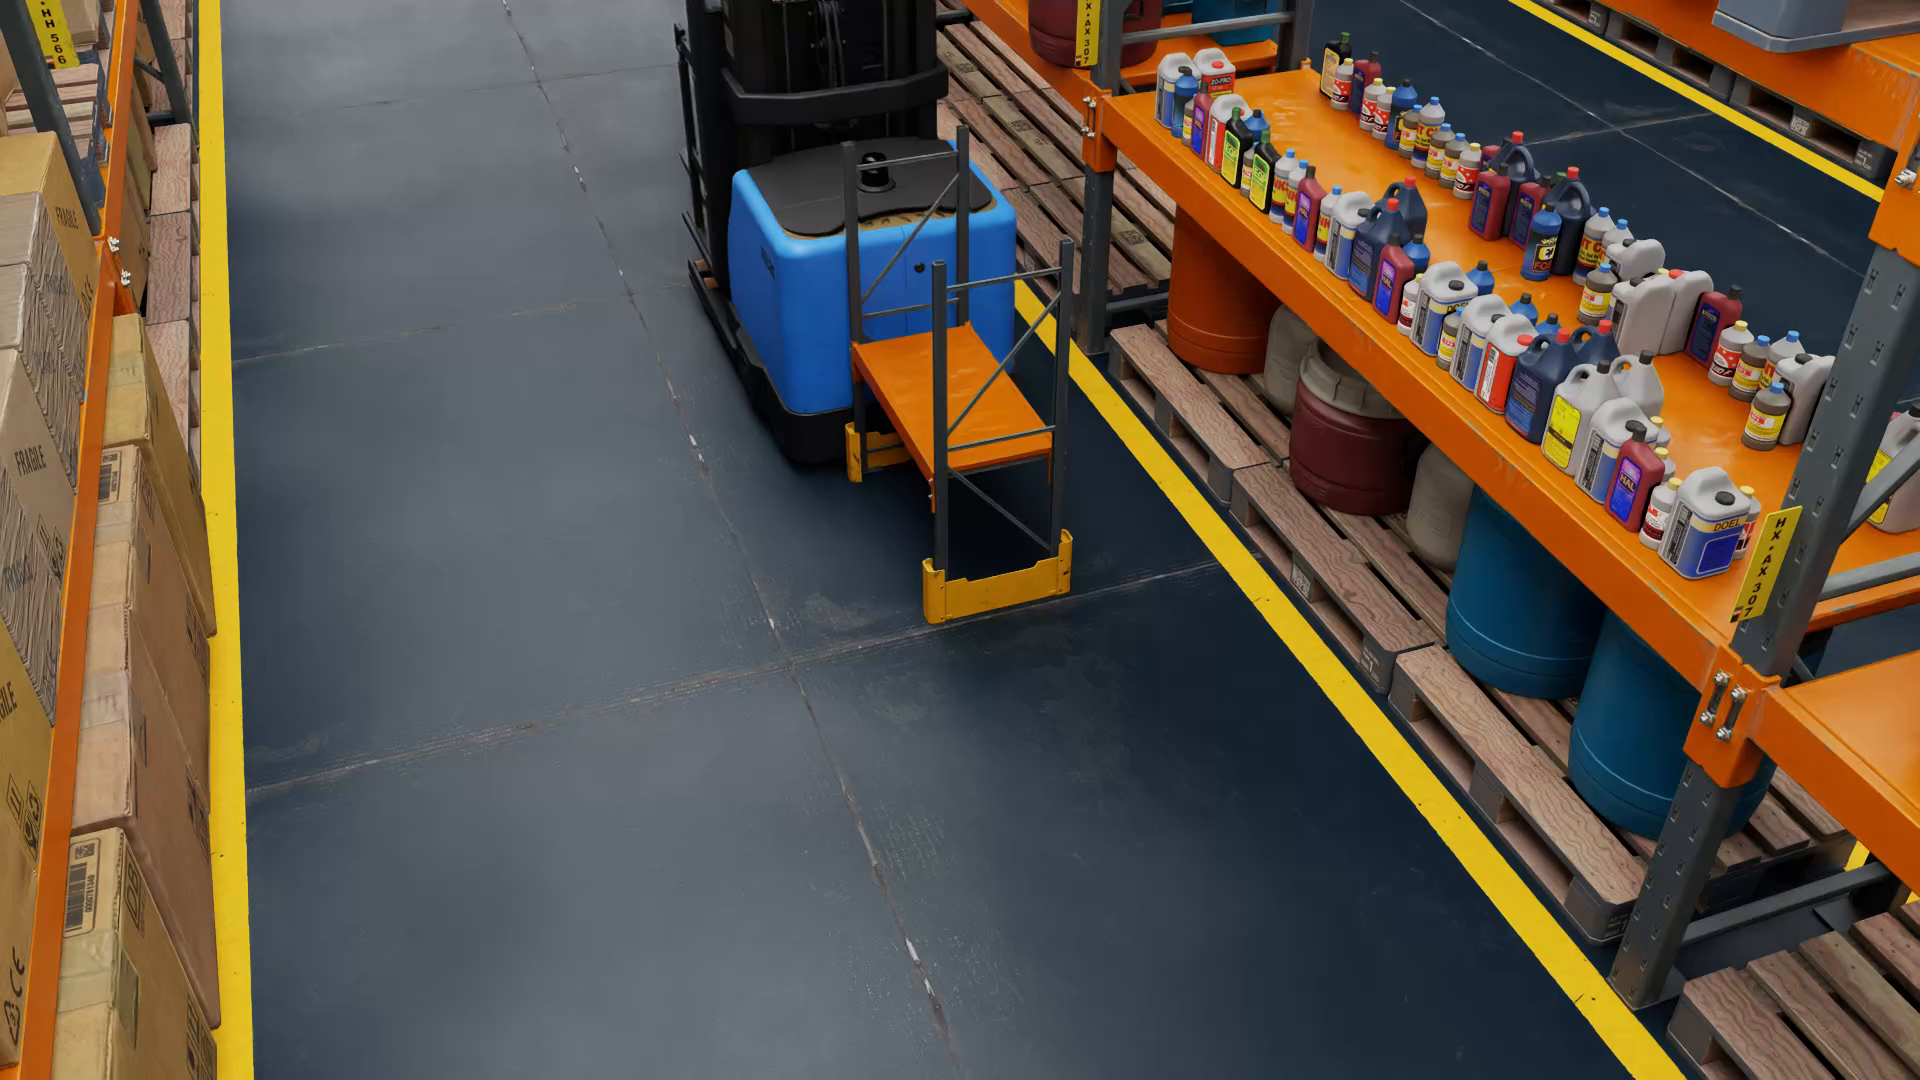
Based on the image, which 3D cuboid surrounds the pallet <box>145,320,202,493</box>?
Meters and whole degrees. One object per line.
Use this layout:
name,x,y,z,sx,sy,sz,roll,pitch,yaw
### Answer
pallet,-3.868,-0.503,7.243,1.003,0.211,1.213,-12,39,-16

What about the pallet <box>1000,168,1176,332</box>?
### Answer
pallet,0.820,-1.533,8.609,1.003,0.211,1.213,-12,39,-16

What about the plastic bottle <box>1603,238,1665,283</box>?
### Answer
plastic bottle,2.227,-0.886,5.536,0.152,0.276,0.135,-12,39,-16

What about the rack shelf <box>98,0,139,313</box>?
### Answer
rack shelf,-4.288,-2.018,7.534,1.077,0.370,4.000,-12,39,-16

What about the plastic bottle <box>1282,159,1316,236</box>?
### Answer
plastic bottle,1.228,-1.245,6.016,0.097,0.271,0.097,0,37,0

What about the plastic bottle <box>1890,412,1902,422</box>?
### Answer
plastic bottle,2.655,-0.265,4.706,0.061,0.283,0.133,-12,39,-16

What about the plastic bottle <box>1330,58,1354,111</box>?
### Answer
plastic bottle,1.613,-1.912,6.961,0.097,0.201,0.097,0,37,0

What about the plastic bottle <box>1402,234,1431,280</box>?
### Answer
plastic bottle,1.508,-0.891,5.547,0.097,0.271,0.097,0,37,0

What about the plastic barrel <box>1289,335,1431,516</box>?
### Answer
plastic barrel,1.623,-0.494,6.569,0.600,0.588,0.708,-12,39,-16

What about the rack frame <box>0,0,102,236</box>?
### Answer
rack frame,-3.600,-1.175,5.817,1.000,3.000,0.127,-12,39,-16

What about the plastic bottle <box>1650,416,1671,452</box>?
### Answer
plastic bottle,1.973,-0.260,4.767,0.097,0.201,0.097,0,37,0

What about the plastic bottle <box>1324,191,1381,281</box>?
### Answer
plastic bottle,1.373,-1.056,5.762,0.152,0.276,0.135,-12,39,-16

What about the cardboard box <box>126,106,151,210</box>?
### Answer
cardboard box,-4.639,-1.988,8.607,0.700,0.500,0.500,-13,39,-16

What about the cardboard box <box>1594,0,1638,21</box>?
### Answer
cardboard box,4.588,-3.693,11.096,0.500,0.250,0.500,-14,39,-17

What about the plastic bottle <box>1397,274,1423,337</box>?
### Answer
plastic bottle,1.497,-0.776,5.452,0.097,0.201,0.097,0,37,0

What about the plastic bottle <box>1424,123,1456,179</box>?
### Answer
plastic bottle,1.860,-1.507,6.423,0.097,0.201,0.097,0,37,0

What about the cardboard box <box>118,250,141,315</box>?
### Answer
cardboard box,-4.052,-1.038,7.346,0.700,0.500,0.500,-16,40,-20

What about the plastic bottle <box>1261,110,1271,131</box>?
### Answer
plastic bottle,1.166,-1.585,6.526,0.097,0.201,0.097,0,37,0

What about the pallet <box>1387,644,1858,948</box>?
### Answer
pallet,2.201,0.728,5.608,1.003,0.211,1.213,-12,39,-16

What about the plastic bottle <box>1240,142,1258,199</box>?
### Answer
plastic bottle,1.115,-1.402,6.283,0.097,0.201,0.097,0,37,0

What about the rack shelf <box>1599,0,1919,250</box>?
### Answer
rack shelf,1.739,-1.982,4.993,1.077,0.370,4.000,-12,39,-16

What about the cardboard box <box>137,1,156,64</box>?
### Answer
cardboard box,-5.281,-3.160,10.181,0.500,0.500,0.500,-1,37,-1

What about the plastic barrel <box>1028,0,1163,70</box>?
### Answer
plastic barrel,0.606,-2.454,7.402,0.600,0.536,0.708,-12,39,-16

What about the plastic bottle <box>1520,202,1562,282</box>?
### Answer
plastic bottle,2.010,-1.035,5.738,0.097,0.271,0.097,0,37,0

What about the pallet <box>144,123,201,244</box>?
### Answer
pallet,-4.707,-1.882,9.073,1.003,0.211,1.213,-12,39,-16

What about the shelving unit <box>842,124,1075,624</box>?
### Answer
shelving unit,-0.026,-0.642,6.356,0.587,1.500,1.083,-12,39,-16

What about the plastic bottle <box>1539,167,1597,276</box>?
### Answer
plastic bottle,2.109,-1.117,5.781,0.144,0.351,0.185,-12,39,-16

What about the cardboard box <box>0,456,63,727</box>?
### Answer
cardboard box,-2.493,0.166,3.953,0.500,0.500,0.500,-13,39,-17

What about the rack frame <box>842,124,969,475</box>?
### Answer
rack frame,-0.204,-0.934,6.744,0.500,1.500,0.032,-12,39,-16

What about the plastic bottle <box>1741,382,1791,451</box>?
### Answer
plastic bottle,2.389,-0.372,4.916,0.097,0.201,0.097,0,37,0

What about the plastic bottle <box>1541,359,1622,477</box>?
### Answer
plastic bottle,1.803,-0.373,4.793,0.144,0.351,0.185,-12,39,-16

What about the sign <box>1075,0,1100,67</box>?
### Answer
sign,0.536,-2.148,6.973,0.100,0.325,0.005,-12,39,-16

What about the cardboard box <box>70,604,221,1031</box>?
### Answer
cardboard box,-2.771,0.903,4.475,1.225,0.875,0.875,-14,39,-18

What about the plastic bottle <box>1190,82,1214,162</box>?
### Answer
plastic bottle,0.966,-1.648,6.541,0.061,0.283,0.133,-12,39,-16

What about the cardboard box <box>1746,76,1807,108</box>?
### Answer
cardboard box,5.112,-2.831,9.951,0.500,0.250,0.500,-13,39,-16

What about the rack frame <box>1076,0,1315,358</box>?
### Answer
rack frame,1.050,-2.201,7.179,1.000,3.000,0.127,-12,39,-16

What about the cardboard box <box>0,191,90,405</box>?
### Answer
cardboard box,-3.031,-0.705,5.110,0.500,0.500,0.500,-13,39,-16

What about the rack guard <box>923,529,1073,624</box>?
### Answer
rack guard,0.145,0.138,6.358,0.587,0.250,0.087,-12,39,-16

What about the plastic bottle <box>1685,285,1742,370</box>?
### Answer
plastic bottle,2.396,-0.692,5.272,0.061,0.283,0.133,-12,39,-16

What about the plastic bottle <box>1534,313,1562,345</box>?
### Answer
plastic bottle,1.799,-0.573,5.125,0.097,0.271,0.097,0,37,0

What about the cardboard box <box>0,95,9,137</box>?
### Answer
cardboard box,-3.823,-1.680,6.055,0.500,0.500,0.500,-17,40,-21

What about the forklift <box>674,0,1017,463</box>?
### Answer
forklift,-0.729,-2.386,7.481,1.130,2.935,3.031,-12,39,-16

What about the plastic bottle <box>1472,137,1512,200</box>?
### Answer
plastic bottle,1.984,-1.368,6.170,0.061,0.283,0.133,-12,39,-16

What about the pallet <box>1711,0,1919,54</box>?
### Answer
pallet,2.065,-1.486,3.894,1.213,0.211,1.003,-12,39,-16

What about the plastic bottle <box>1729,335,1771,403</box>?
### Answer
plastic bottle,2.452,-0.535,5.132,0.097,0.201,0.097,0,37,0

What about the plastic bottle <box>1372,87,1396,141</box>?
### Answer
plastic bottle,1.726,-1.727,6.715,0.097,0.201,0.097,0,37,0

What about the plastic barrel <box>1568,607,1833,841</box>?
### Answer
plastic barrel,2.256,0.418,5.096,0.600,0.901,0.708,-12,39,-16

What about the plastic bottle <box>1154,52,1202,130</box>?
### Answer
plastic bottle,0.896,-1.840,6.802,0.152,0.276,0.135,-12,39,-16

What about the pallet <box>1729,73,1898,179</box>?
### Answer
pallet,5.456,-2.583,10.004,1.003,0.211,1.213,-12,39,-16

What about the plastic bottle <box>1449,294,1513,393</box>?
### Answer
plastic bottle,1.642,-0.615,5.176,0.152,0.276,0.135,-12,39,-16

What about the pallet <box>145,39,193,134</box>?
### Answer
pallet,-5.241,-2.693,10.150,1.003,0.211,1.213,-12,39,-16

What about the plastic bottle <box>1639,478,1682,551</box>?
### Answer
plastic bottle,1.922,-0.077,4.525,0.097,0.201,0.097,0,37,0
